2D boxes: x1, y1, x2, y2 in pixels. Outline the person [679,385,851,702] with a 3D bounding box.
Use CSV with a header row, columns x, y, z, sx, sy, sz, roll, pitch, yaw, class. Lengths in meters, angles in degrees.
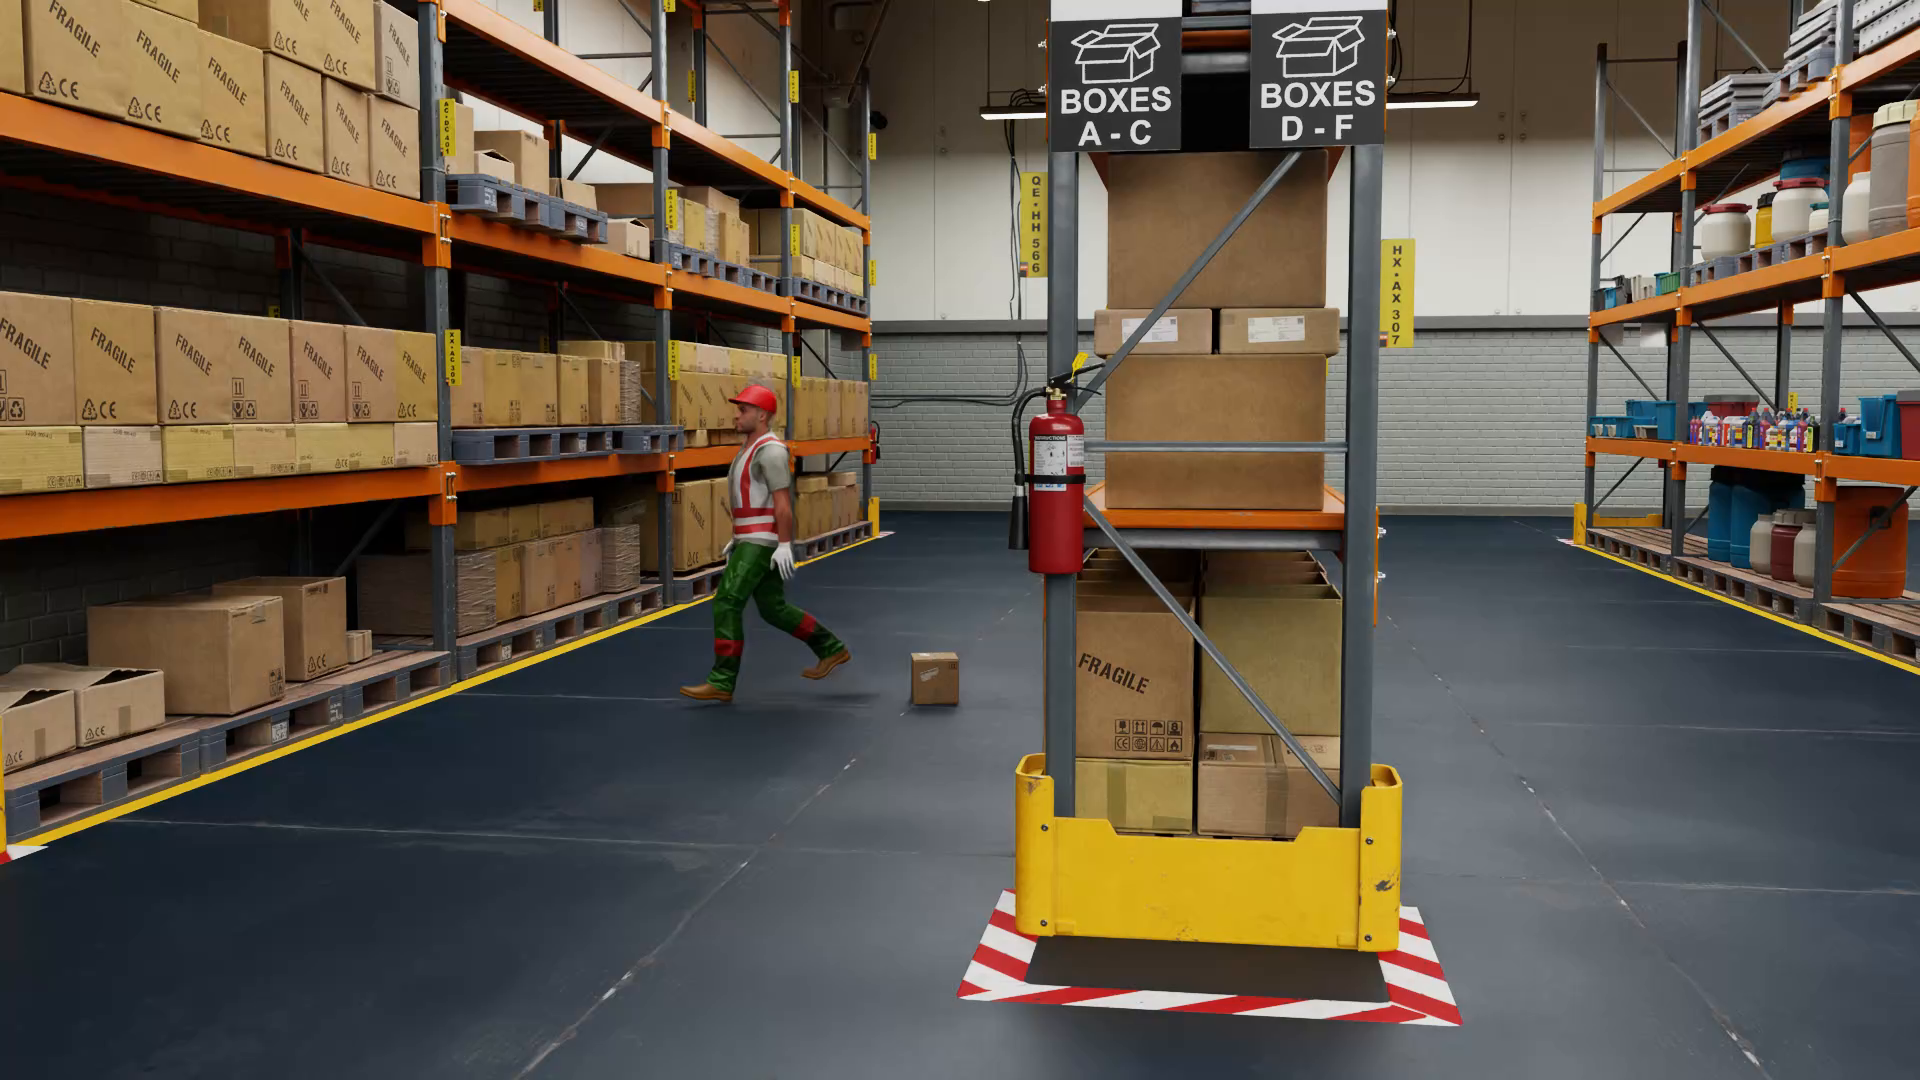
x,y,z,sx,sy,sz,roll,pitch,yaw,class
-1.083,0.012,9.294,1.012,1.752,0.522,-1,5,-18,person
